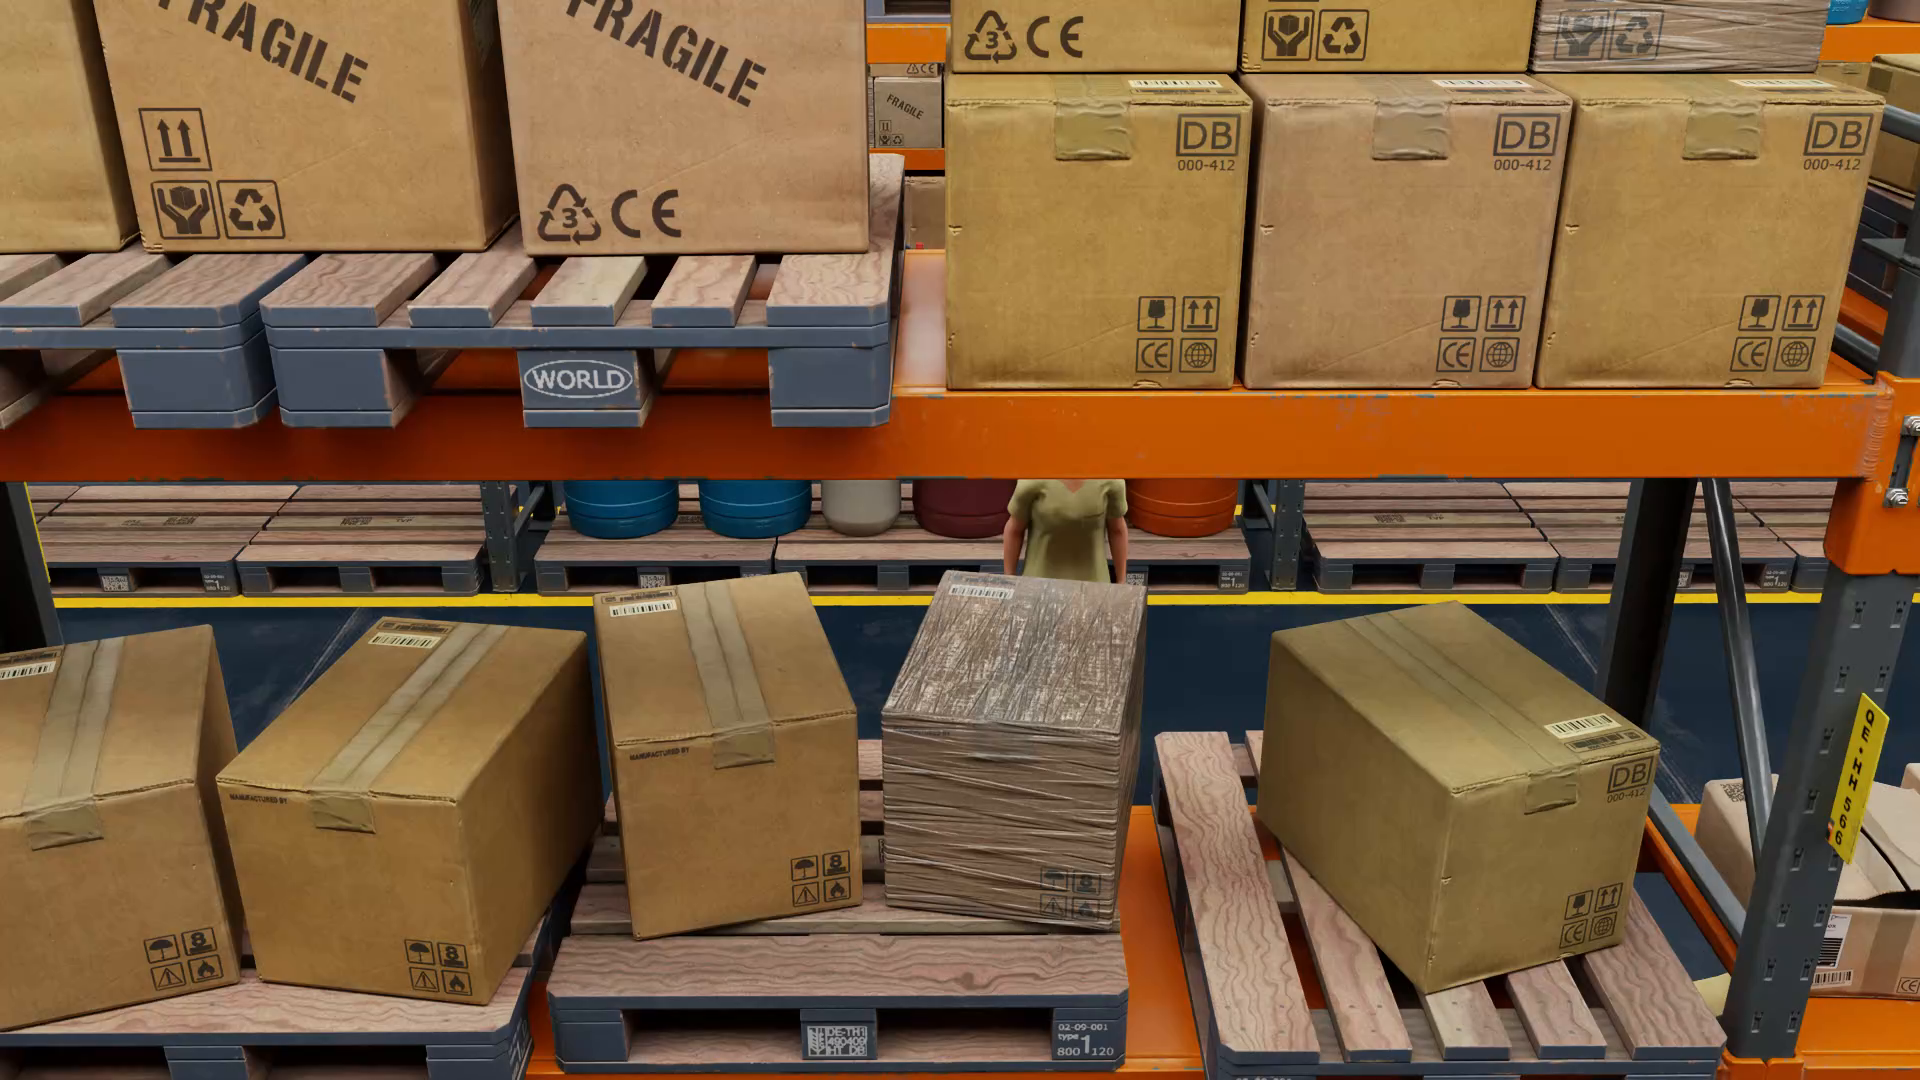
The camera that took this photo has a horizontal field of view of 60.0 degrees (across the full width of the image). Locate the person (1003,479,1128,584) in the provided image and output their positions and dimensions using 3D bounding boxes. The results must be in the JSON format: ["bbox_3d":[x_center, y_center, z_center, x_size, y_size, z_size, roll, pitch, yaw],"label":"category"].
[{"bbox_3d":[0.417,0.216,6.625,0.516,1.671,0.363,-2,24,-4],"label":"person"}]
